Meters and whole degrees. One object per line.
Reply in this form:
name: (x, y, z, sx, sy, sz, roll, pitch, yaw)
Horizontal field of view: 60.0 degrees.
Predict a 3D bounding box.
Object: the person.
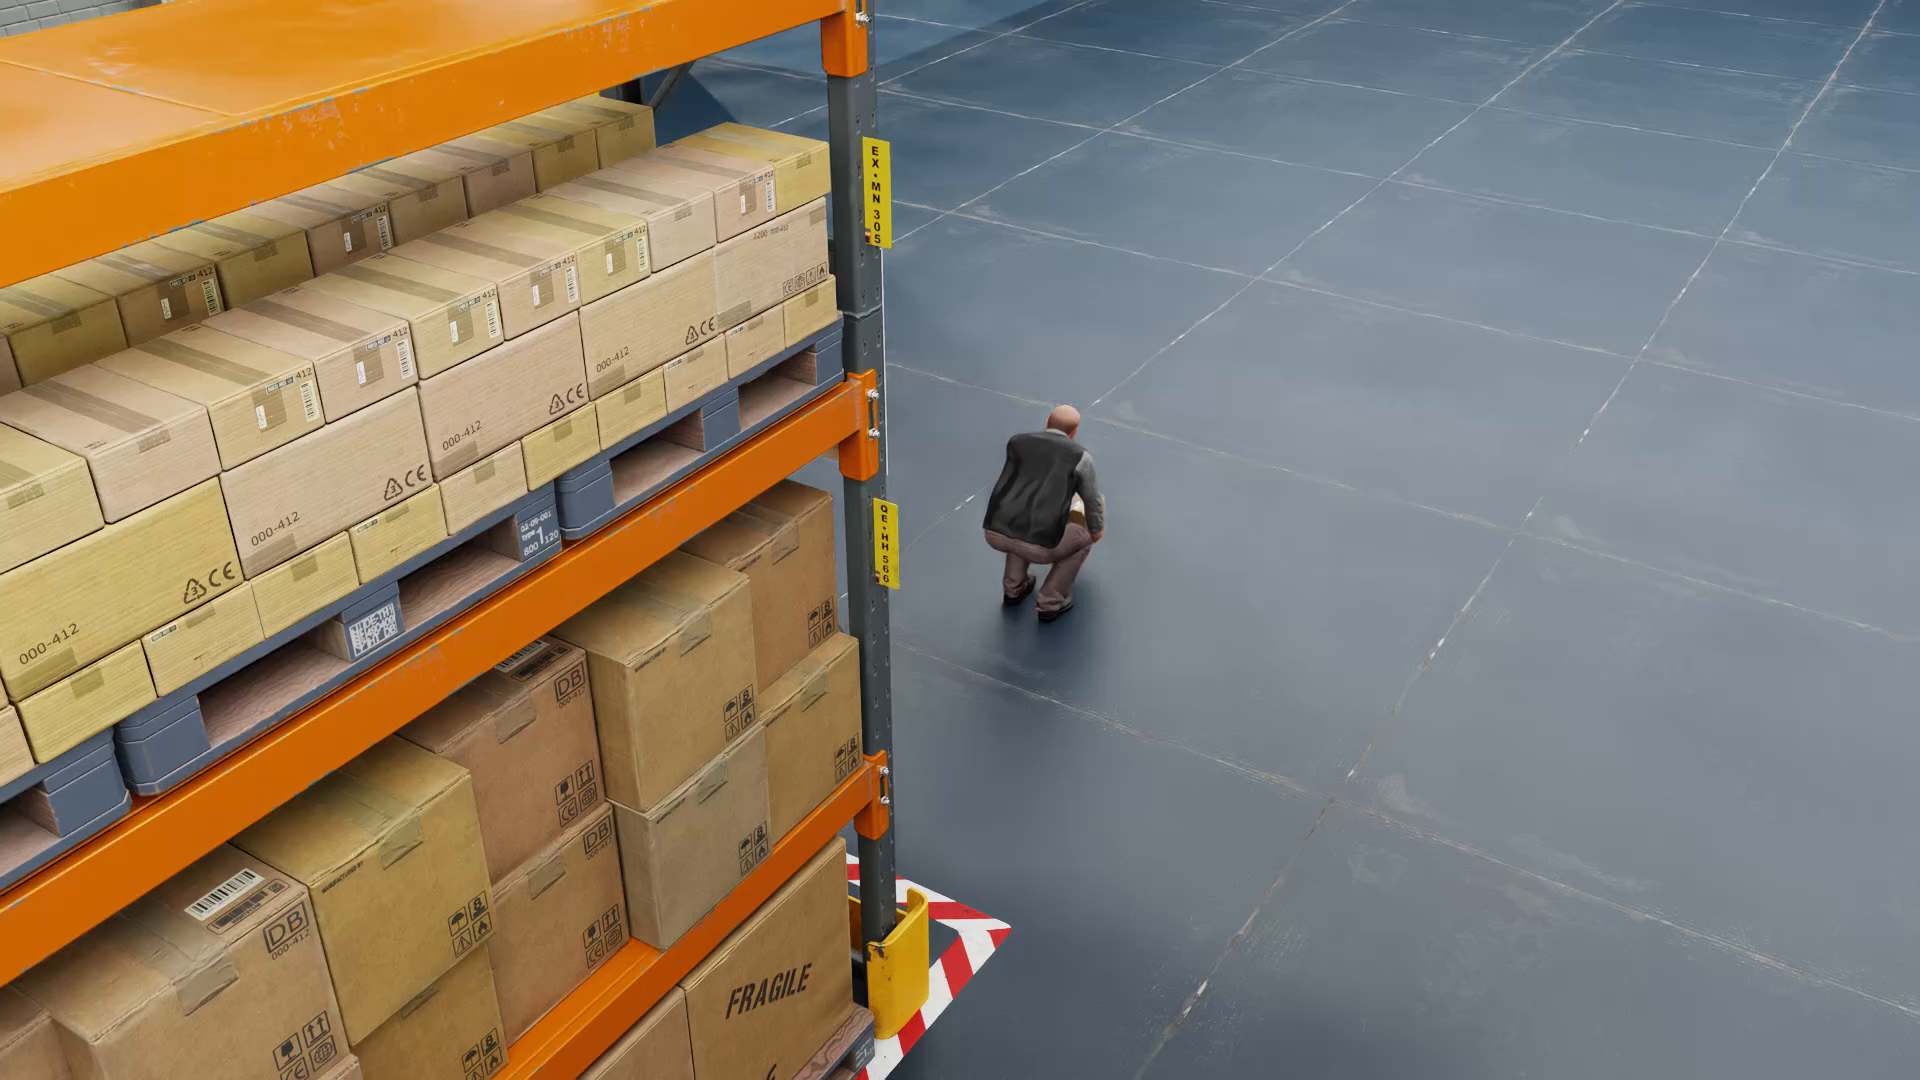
person: (0.438, -0.142, 9.136, 0.553, 1.043, 0.846, 18, 35, 27)
